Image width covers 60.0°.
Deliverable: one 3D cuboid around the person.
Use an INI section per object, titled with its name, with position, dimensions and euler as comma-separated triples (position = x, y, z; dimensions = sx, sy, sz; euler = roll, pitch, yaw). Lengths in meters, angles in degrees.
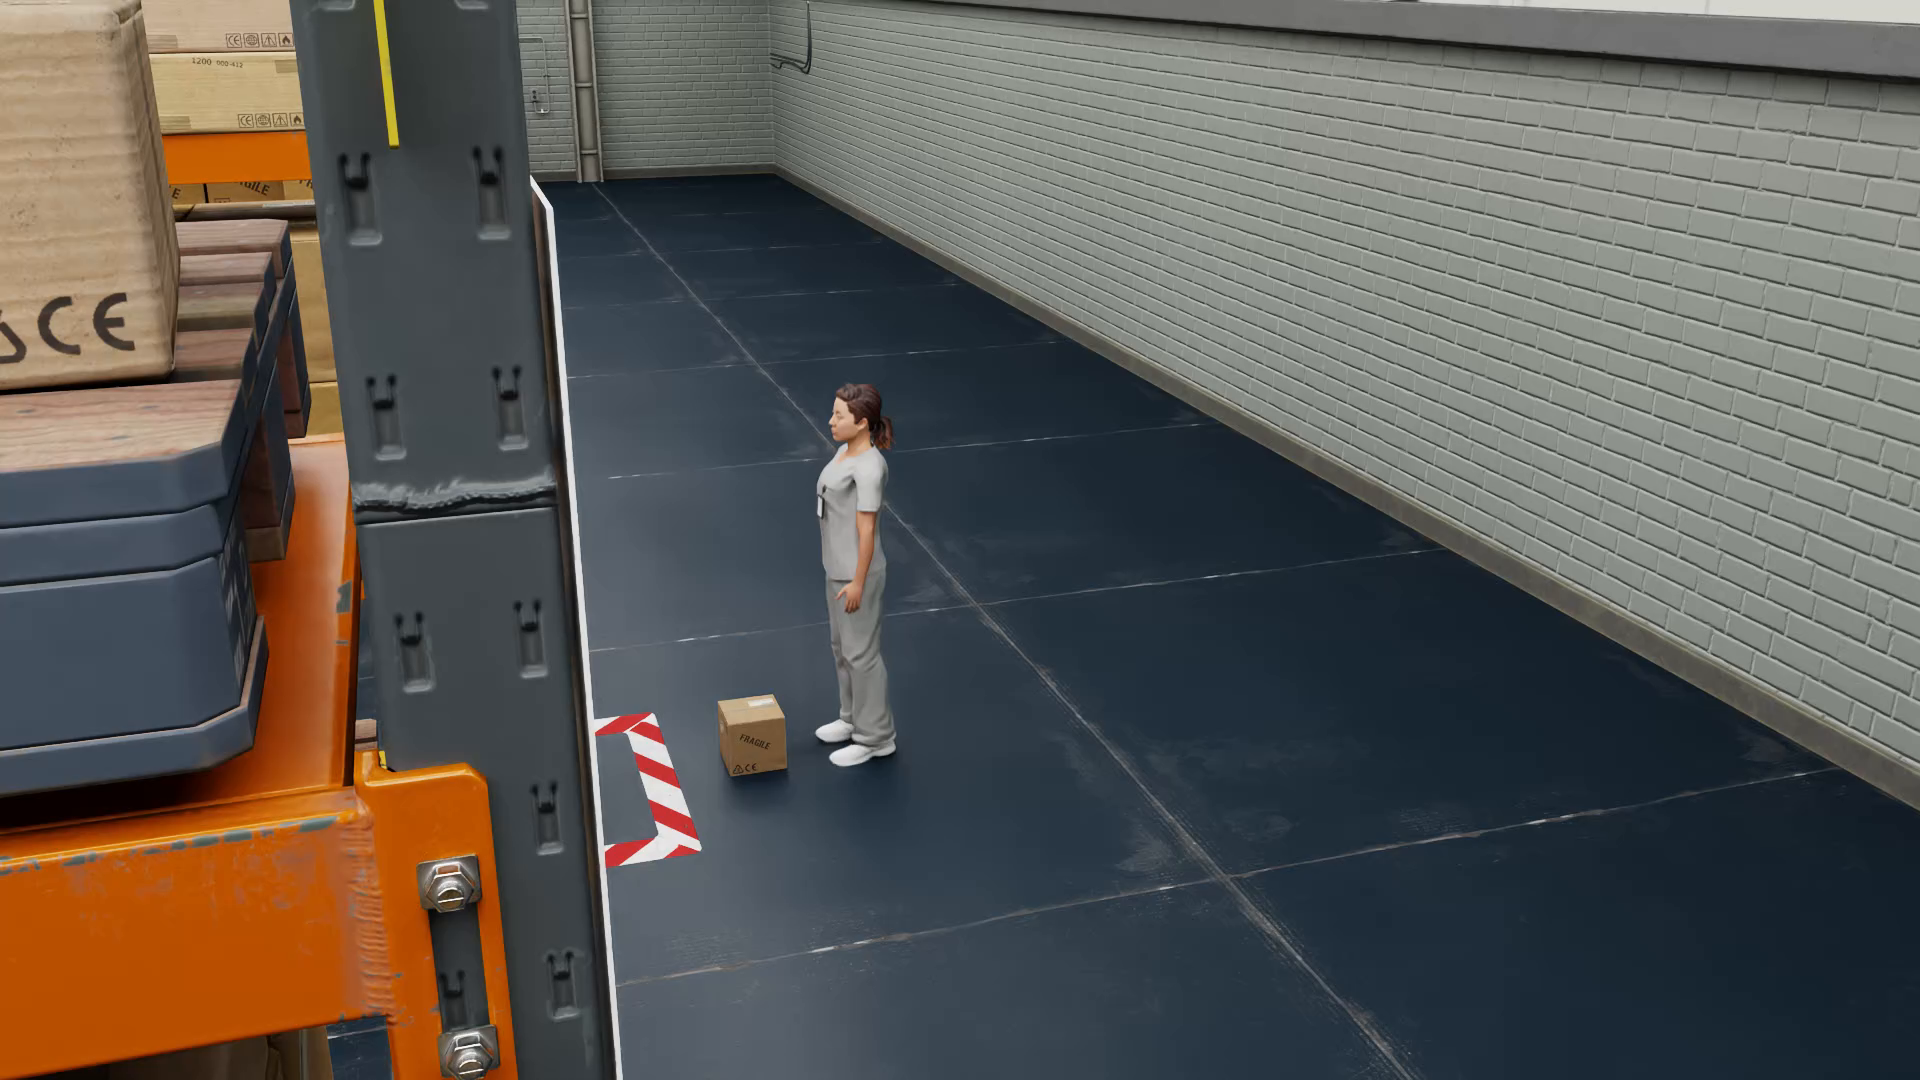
[person]
position = -0.443, 0.143, 7.183
dimensions = 0.359, 1.677, 0.437
euler = -6, 20, -16
